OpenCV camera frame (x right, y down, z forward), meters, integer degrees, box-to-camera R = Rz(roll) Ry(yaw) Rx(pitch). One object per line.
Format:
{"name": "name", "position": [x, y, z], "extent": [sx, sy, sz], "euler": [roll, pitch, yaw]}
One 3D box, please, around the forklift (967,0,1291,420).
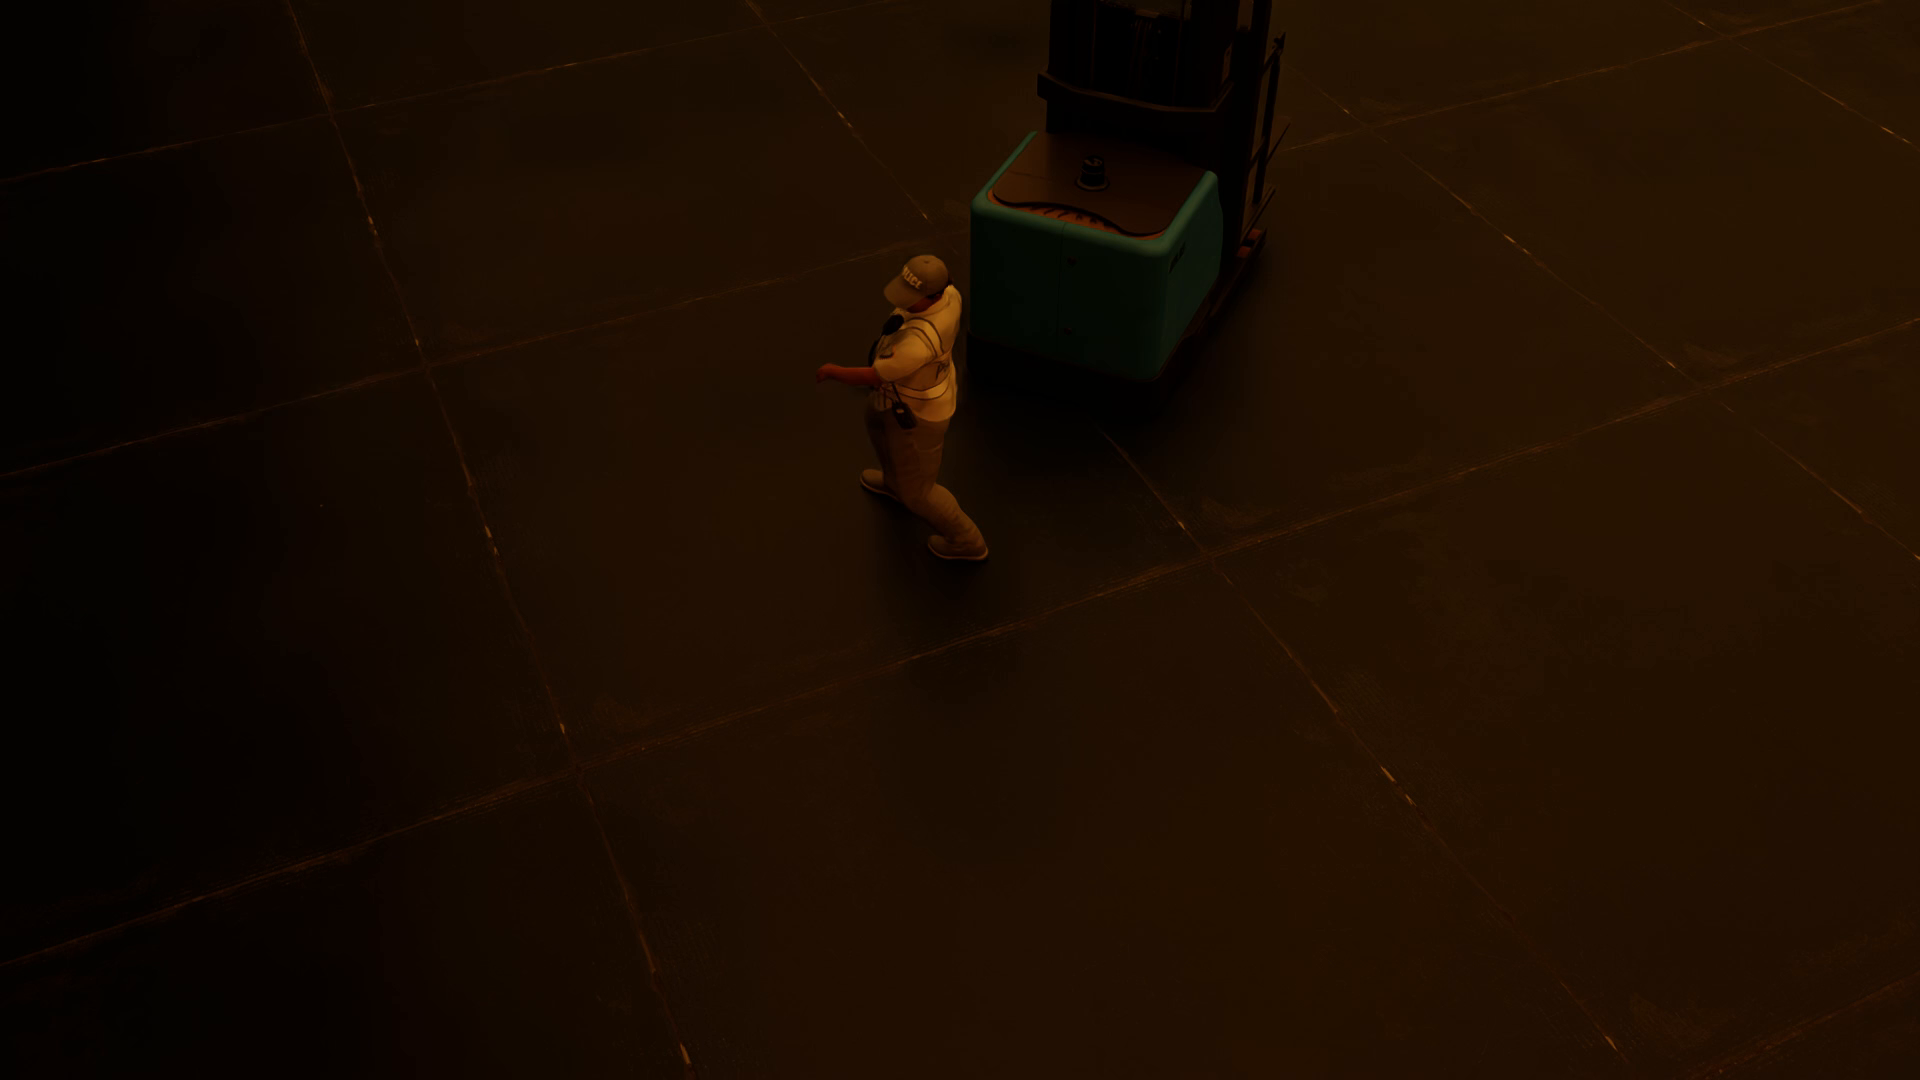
{"name": "forklift", "position": [1.109, -2.689, 8.561], "extent": [1.130, 2.935, 3.031], "euler": [17, 46, 18]}

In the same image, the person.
{"name": "person", "position": [-0.243, -0.664, 7.388], "extent": [0.769, 1.578, 0.651], "euler": [3, 43, 3]}
